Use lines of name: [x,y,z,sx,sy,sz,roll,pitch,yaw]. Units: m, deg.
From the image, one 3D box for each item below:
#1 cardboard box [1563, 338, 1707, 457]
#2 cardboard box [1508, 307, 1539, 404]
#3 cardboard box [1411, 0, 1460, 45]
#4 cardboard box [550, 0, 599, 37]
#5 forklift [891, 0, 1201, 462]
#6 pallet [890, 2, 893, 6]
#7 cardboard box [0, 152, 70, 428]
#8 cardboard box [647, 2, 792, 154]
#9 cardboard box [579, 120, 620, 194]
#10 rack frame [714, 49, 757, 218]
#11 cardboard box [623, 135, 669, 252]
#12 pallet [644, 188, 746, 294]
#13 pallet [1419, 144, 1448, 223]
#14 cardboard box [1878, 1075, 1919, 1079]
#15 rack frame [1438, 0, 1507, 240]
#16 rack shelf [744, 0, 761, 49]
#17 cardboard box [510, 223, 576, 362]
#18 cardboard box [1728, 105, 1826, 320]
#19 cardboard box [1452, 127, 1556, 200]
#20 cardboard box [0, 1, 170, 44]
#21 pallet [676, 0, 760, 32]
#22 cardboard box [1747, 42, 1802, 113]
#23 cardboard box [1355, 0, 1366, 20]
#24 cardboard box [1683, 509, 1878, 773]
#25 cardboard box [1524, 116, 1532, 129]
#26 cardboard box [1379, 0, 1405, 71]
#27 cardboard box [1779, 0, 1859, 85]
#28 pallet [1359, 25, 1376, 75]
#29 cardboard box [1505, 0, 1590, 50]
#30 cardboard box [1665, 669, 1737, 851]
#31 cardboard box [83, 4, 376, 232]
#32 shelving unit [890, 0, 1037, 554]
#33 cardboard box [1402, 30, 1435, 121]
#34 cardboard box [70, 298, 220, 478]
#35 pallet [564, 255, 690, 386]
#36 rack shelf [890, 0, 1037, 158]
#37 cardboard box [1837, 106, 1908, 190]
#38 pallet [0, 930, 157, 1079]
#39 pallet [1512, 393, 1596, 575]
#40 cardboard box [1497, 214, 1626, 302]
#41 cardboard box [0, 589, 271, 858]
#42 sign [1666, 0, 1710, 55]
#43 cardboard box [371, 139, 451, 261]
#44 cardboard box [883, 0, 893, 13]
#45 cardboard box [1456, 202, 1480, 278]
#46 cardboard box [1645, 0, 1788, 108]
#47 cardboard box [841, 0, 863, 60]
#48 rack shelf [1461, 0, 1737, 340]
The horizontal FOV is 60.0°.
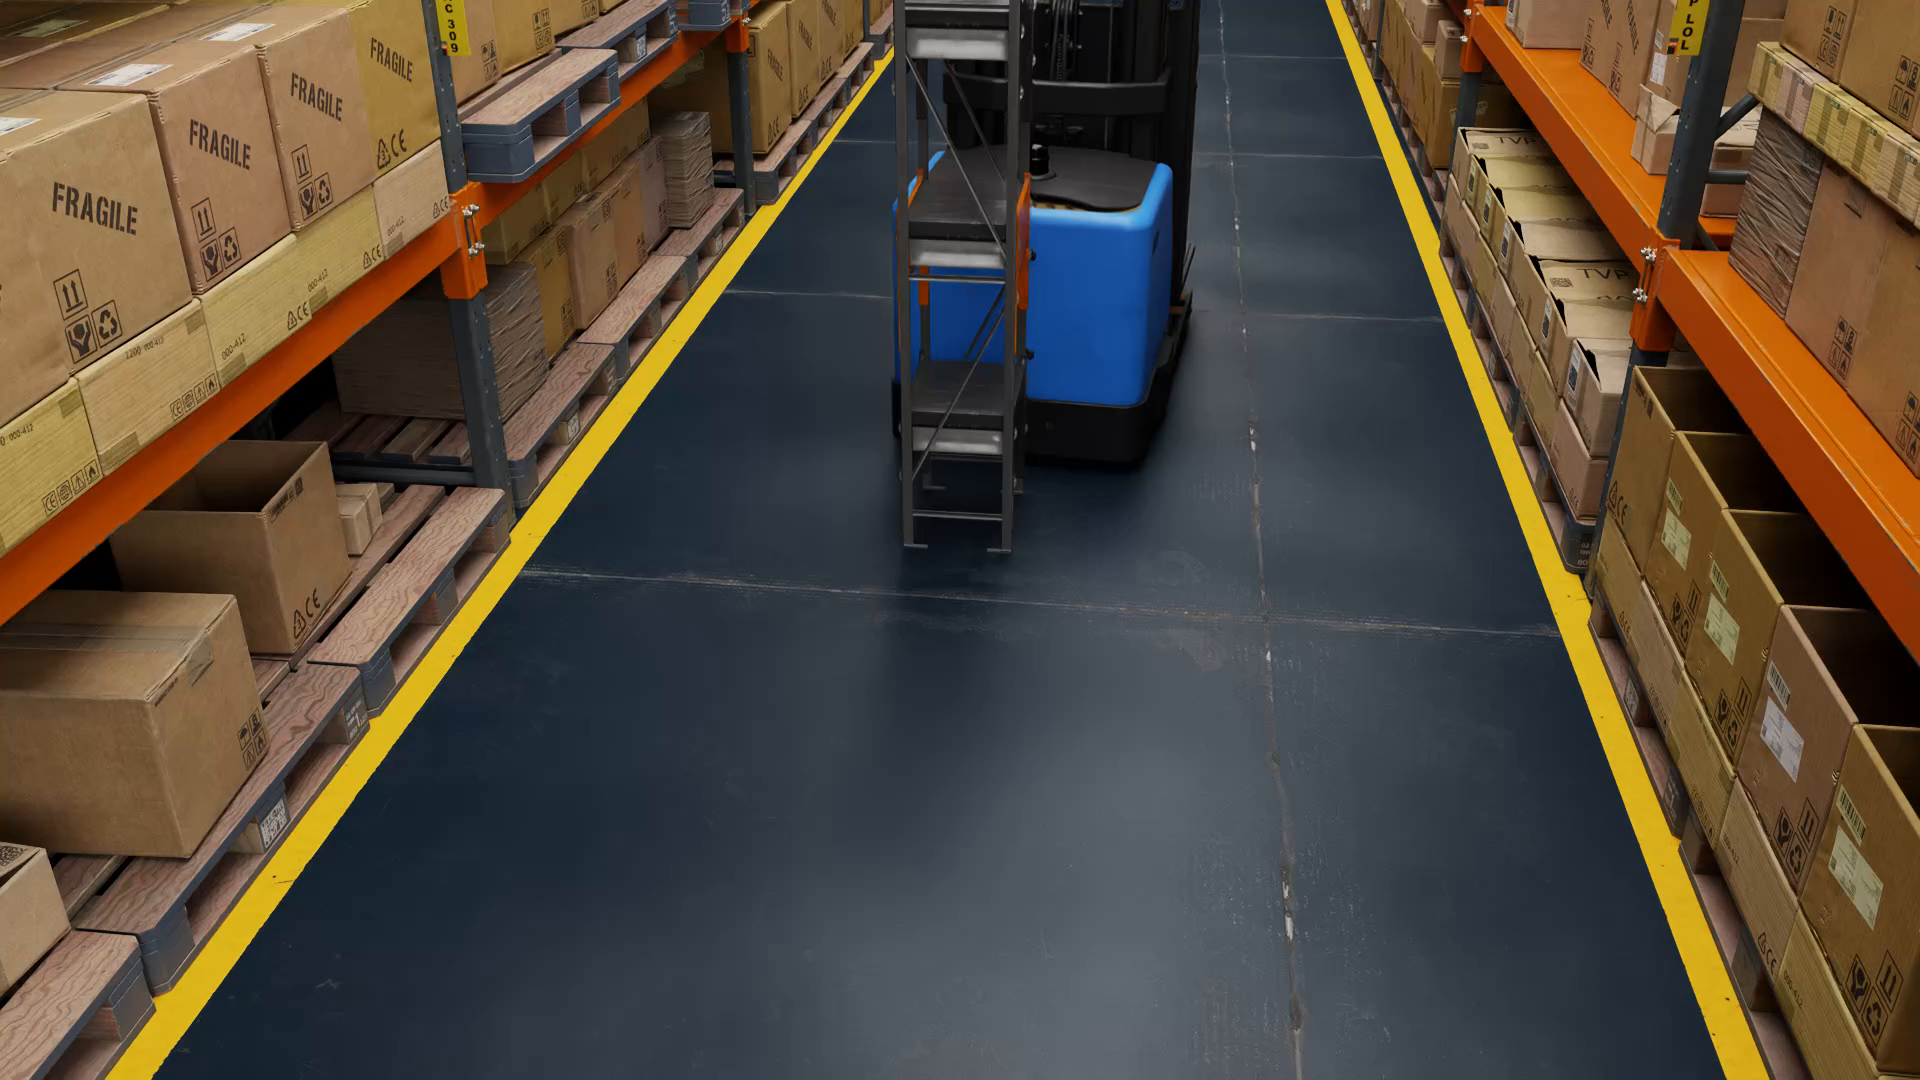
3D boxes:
cardboard box: [2.481,-0.529,5.934,0.500,0.311,0.500,3,28,6]
cardboard box: [2.605,-0.766,6.965,0.500,0.250,0.500,4,29,7]
cardboard box: [3.211,-3.369,10.722,0.500,0.250,0.500,3,28,5]
cardboard box: [-1.980,-2.436,7.040,0.700,0.500,0.500,7,29,13]
forklift: [0.535,-2.285,7.401,1.130,2.935,3.031,6,29,11]
pallet: [-0.903,-4.854,15.037,1.003,0.211,1.213,3,28,6]
cardboard box: [-2.194,-0.459,3.285,0.500,0.500,0.500,2,28,5]
cardboard box: [-1.491,-2.846,10.194,0.750,0.750,0.750,3,28,6]
cardboard box: [-1.938,-1.844,7.891,0.500,0.250,0.500,3,28,6]
rack frame: [-1.711,-3.269,9.156,1.000,3.000,0.127,3,28,6]
cardboard box: [-1.926,-1.785,8.572,0.700,0.500,0.500,3,28,6]
pallet: [-1.808,-1.674,9.135,1.003,0.211,1.213,3,28,6]
pallet: [3.335,-2.105,9.934,1.003,0.211,1.213,3,28,6]
cardboard box: [2.047,1.302,3.126,0.500,0.250,0.500,3,28,6]
rack frame: [3.206,-2.983,8.625,1.000,3.000,0.127,3,28,6]
rack shelf: [-1.466,-3.894,11.074,1.077,0.370,4.000,3,28,6]
cardboard box: [-2.114,-1.073,7.251,0.700,0.500,0.500,3,28,5]
cardboard box: [2.668,-0.935,4.718,0.700,0.500,0.500,3,28,5]
cardboard box: [2.850,-1.975,8.618,0.500,0.311,0.500,4,29,8]
cardboard box: [-2.533,-1.207,4.674,0.500,0.500,0.500,3,28,6]
pallet: [-1.693,-2.843,8.567,1.213,0.211,1.003,3,28,6]
cardboard box: [2.491,-1.315,4.738,0.380,0.149,0.250,3,28,6]
cardboard box: [3.576,-4.514,13.837,0.500,0.311,0.500,3,28,6]
cardboard box: [2.226,0.266,4.259,0.500,0.500,0.500,3,28,6]
cardboard box: [3.604,-2.521,9.938,0.500,0.500,0.500,2,28,4]
cardboard box: [3.395,-3.746,12.212,0.500,0.500,0.500,2,28,4]
cardboard box: [2.668,-1.506,4.410,0.700,0.500,0.500,3,29,6]
pallet: [3.781,-3.962,13.381,1.003,0.211,1.213,3,28,6]
cardboard box: [2.904,-2.534,7.885,0.500,0.311,0.500,3,28,6]
cardboard box: [2.225,0.596,4.437,0.500,0.250,0.500,3,28,6]
cardboard box: [-2.008,-1.184,4.631,0.500,0.500,0.500,3,28,6]
shelving unit: [0.020,-1.002,5.897,0.431,2.100,0.503,3,28,6]
cardboard box: [3.209,-3.021,10.867,0.500,0.500,0.500,2,28,4]
cardboard box: [-2.134,-0.380,3.930,0.500,0.250,0.500,4,29,7]
pallet: [-1.960,-1.101,8.072,1.003,0.211,1.213,3,28,6]
rack shelf: [0.020,-1.607,5.571,0.431,0.518,0.480,3,28,6]
cardboard box: [2.399,-0.951,4.064,0.380,0.149,0.250,3,28,6]
pallet: [-2.547,1.308,3.600,1.003,0.211,1.213,3,28,6]
pallet: [2.767,-0.222,6.439,1.003,0.211,1.213,3,28,6]
cardboard box: [2.667,-1.245,7.264,0.500,0.311,0.500,3,28,6]
cardboard box: [-2.308,0.472,4.383,0.700,0.500,0.500,2,28,3]
sign: [2.176,-1.602,4.924,0.100,0.325,0.005,3,28,6]
cardboard box: [-1.958,-1.089,5.245,0.500,0.250,0.500,3,29,6]
cardboard box: [-0.963,-4.819,14.225,0.700,0.500,0.500,3,28,6]
cardboard box: [2.789,-1.491,8.312,0.500,0.250,0.500,3,28,5]
cardboard box: [2.891,-1.753,6.236,0.500,0.500,0.500,5,29,10]
cardboard box: [-1.171,-4.077,12.479,0.750,0.750,0.750,4,29,7]
rack shelf: [2.961,-1.725,7.048,1.077,0.370,4.000,3,28,6]
